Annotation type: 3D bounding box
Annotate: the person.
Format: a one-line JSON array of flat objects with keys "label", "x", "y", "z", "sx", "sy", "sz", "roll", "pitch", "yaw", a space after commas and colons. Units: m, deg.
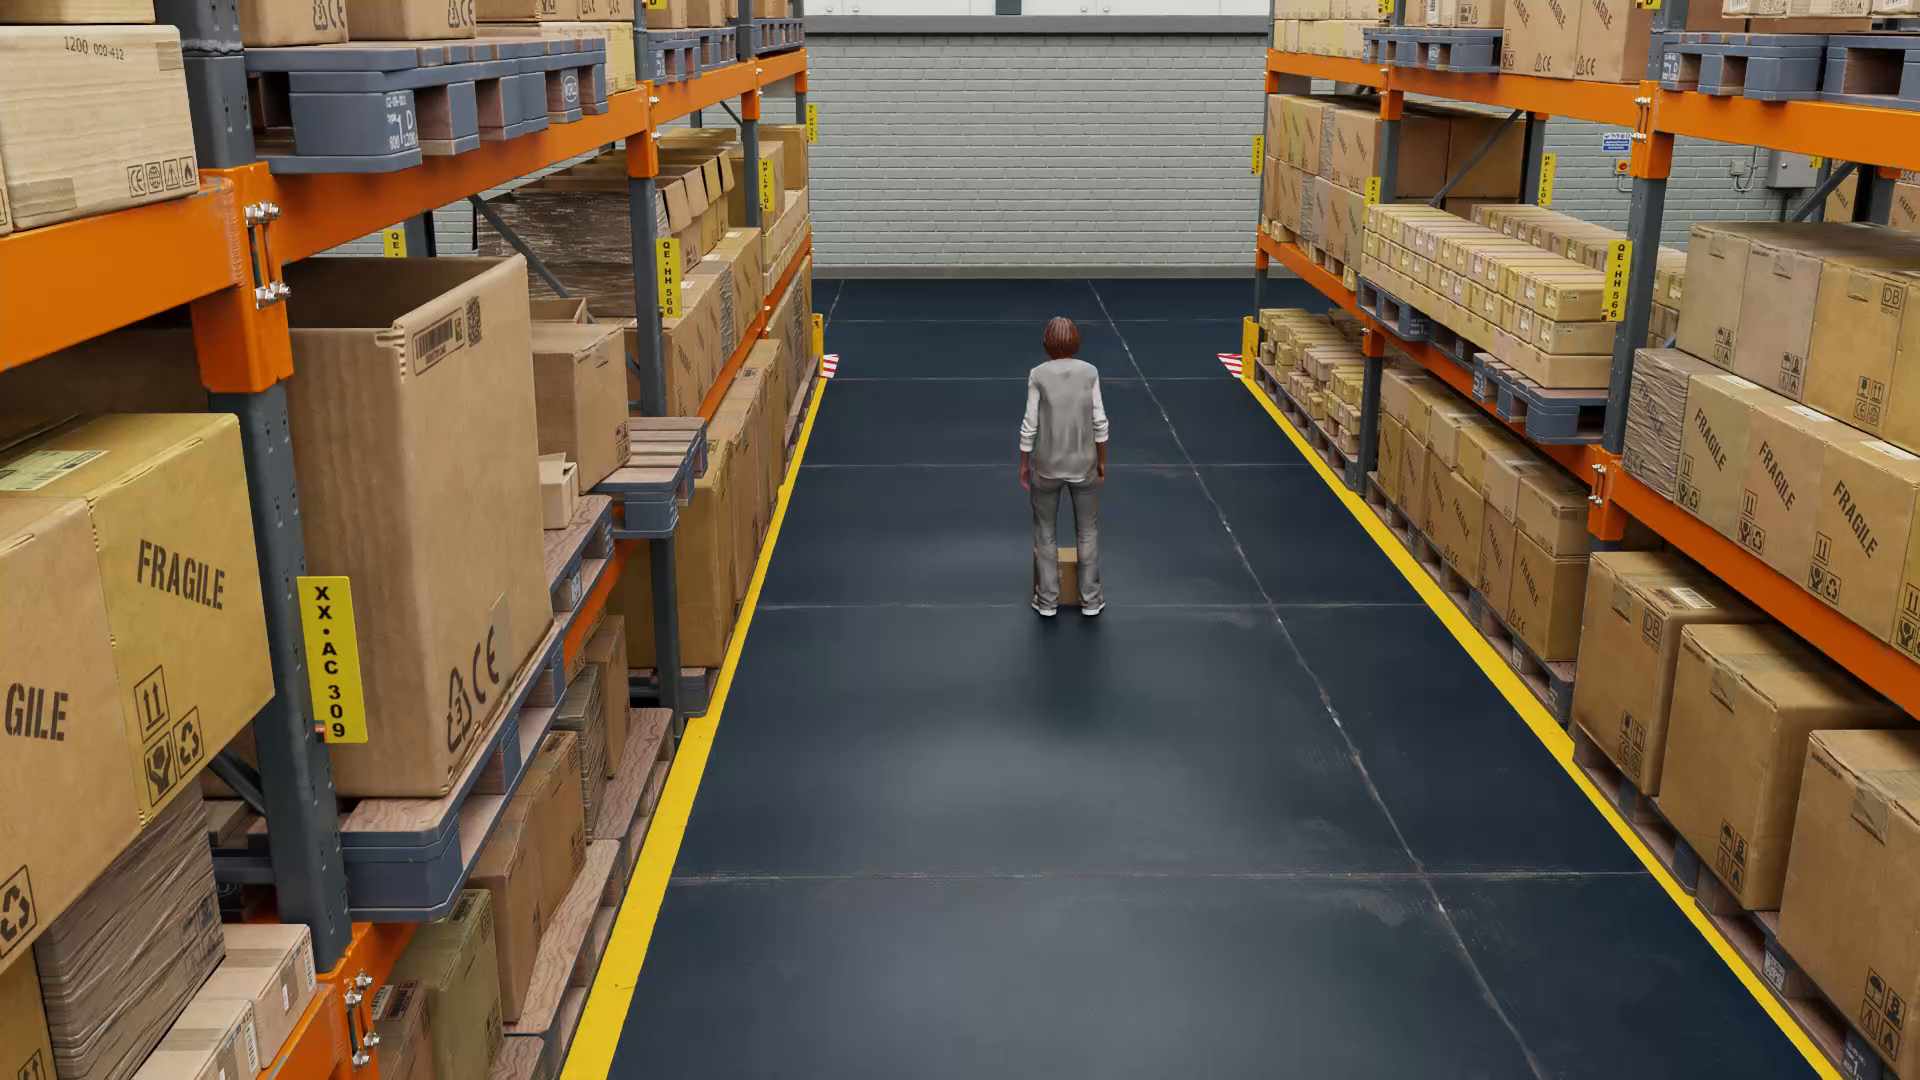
[{"label": "person", "x": 0.551, "y": -0.365, "z": 8.748, "sx": 0.485, "sy": 1.582, "sz": 0.343, "roll": -1, "pitch": 17, "yaw": -4}]
